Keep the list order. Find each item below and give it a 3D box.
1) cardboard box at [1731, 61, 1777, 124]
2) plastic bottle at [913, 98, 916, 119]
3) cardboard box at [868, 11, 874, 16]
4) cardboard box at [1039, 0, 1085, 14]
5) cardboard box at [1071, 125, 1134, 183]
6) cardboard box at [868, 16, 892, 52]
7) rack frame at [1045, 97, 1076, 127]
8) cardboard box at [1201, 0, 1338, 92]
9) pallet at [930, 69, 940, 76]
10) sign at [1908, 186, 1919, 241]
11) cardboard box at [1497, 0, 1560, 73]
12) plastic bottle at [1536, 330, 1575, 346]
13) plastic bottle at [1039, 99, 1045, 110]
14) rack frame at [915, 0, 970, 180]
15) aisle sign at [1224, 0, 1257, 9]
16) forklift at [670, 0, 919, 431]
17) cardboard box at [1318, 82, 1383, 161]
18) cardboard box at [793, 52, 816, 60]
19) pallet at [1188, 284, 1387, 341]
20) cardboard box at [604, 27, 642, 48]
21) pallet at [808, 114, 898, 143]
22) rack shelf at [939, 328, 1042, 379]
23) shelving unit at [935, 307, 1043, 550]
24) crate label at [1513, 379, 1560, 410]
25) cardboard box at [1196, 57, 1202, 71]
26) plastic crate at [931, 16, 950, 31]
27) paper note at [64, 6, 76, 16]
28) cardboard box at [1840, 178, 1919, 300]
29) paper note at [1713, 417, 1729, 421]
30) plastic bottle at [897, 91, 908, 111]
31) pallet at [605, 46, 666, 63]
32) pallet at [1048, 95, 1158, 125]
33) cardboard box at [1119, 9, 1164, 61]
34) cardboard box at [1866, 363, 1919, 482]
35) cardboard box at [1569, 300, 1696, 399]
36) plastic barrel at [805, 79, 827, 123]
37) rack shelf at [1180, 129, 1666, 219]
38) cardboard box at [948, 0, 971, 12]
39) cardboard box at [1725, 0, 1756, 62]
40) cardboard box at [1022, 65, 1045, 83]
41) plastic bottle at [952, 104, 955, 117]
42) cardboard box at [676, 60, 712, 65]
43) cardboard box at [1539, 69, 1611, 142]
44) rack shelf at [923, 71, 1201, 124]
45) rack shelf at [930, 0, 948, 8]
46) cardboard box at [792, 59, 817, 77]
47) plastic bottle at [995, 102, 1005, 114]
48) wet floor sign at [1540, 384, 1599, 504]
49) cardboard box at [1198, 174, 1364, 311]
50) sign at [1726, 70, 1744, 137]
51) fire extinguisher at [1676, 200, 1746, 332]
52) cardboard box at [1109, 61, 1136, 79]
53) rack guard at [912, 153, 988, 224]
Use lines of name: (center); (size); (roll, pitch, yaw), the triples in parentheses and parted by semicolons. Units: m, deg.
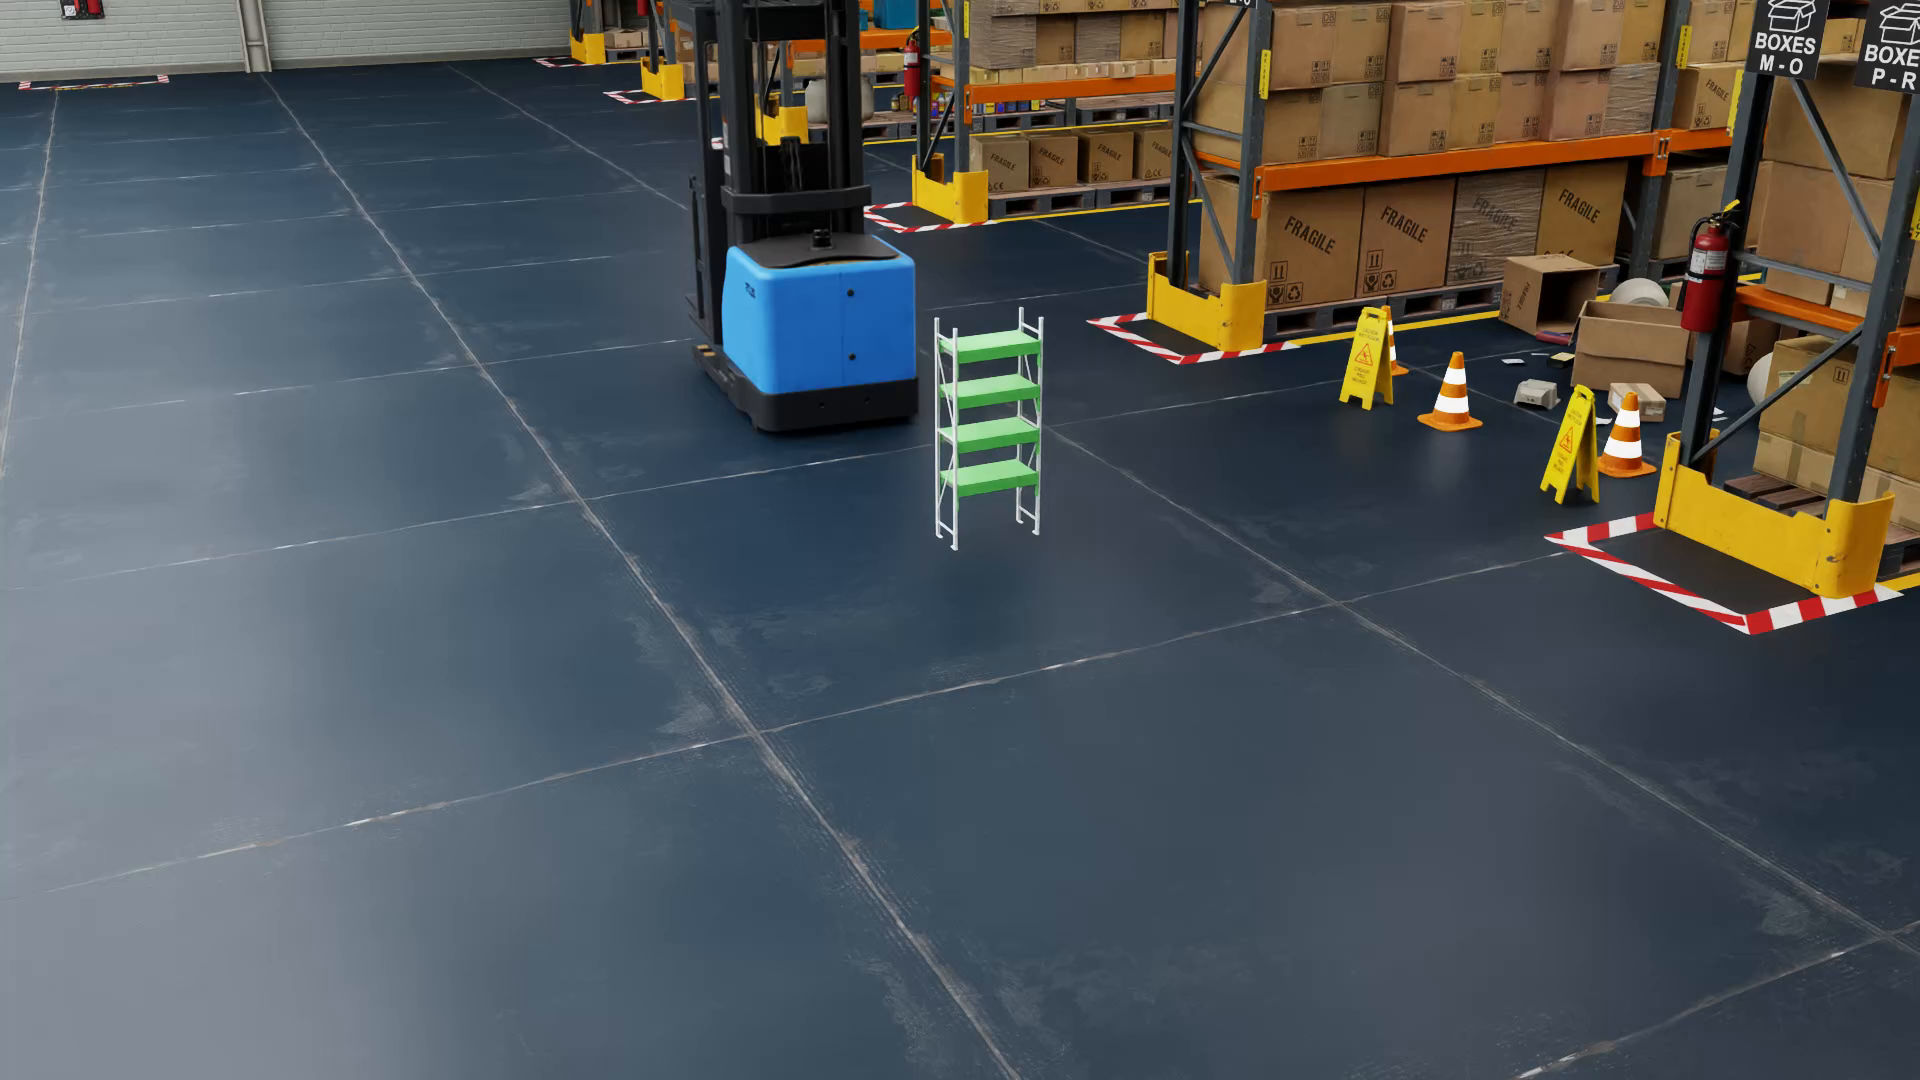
cardboard box: (6.533, -3.781, 13.980); (0.500, 0.500, 0.500); (-10, 25, -23)
plastic bottle: (-0.556, -5.562, 21.405); (0.097, 0.271, 0.097); (0, 22, 0)
cardboard box: (-1.917, -9.783, 31.303); (0.500, 0.500, 0.700); (-11, 25, -25)
cardboard box: (0.891, -5.443, 16.297); (0.500, 0.500, 0.500); (-10, 25, -24)
cardboard box: (1.490, -4.064, 17.514); (0.500, 0.500, 0.500); (-8, 24, -19)
cardboard box: (-1.419, -8.098, 26.606); (0.500, 0.500, 0.500); (-10, 25, -24)
rack frame: (1.280, -7.090, 22.103); (0.127, 3.000, 1.000); (-10, 25, -24)
cardboard box: (2.235, -3.609, 12.088); (0.550, 0.550, 0.875); (-10, 25, -24)
pallet: (-0.218, -7.644, 27.090); (1.213, 0.211, 1.003); (-10, 25, -24)
sign: (4.357, -1.517, 7.509); (0.005, 0.325, 0.100); (-10, 25, -24)
cardboard box: (4.149, -4.002, 13.036); (0.550, 0.550, 0.875); (-10, 25, -24)
plastic bottle: (4.483, -1.510, 12.465); (0.283, 0.061, 0.133); (20, 30, 40)
plastic bottle: (1.088, -5.832, 22.149); (0.097, 0.201, 0.097); (0, 22, 0)
rack frame: (-0.176, -4.719, 16.377); (0.127, 3.000, 1.000); (-10, 25, -24)
aisle sign: (1.950, -4.079, 11.431); (0.004, 0.787, 0.394); (-10, 25, -24)
forklift: (-1.270, -2.563, 11.257); (1.130, 2.935, 3.031); (-8, 24, -20)
cardboard box: (2.684, -3.238, 12.603); (0.550, 0.550, 0.875); (-10, 25, -24)
cardboard box: (-2.537, -7.664, 25.556); (0.500, 0.500, 0.500); (-10, 25, -24)
pallet: (2.570, -1.864, 13.126); (1.213, 0.211, 1.003); (-10, 25, -24)
cardboard box: (-5.959, -8.885, 29.381); (0.500, 0.311, 0.500); (-14, 26, -30)
pallet: (-1.542, -5.299, 21.424); (1.213, 0.211, 1.003); (-10, 25, -24)
rack shelf: (0.149, -0.966, 8.576); (0.480, 0.148, 0.258); (-10, 25, -24)
shelving unit: (0.149, -0.582, 8.735); (0.503, 1.200, 0.258); (-10, 25, -24)
crate label: (3.843, -0.975, 11.074); (0.250, 0.136, 0.298); (15, 27, 31)
cardboard box: (2.421, -4.995, 17.371); (0.250, 0.149, 0.380); (-10, 25, -24)
plastic crate: (-0.074, -6.611, 21.292); (0.437, 0.136, 0.530); (-10, 25, -24)
paper note: (-14.205, -8.450, 26.541); (0.142, 0.148, 0.016); (-10, 25, -24)
cardboard box: (4.669, -1.470, 8.009); (0.500, 0.500, 0.500); (-11, 25, -24)
paper note: (4.925, -0.784, 10.778); (0.123, 0.001, 0.032); (-10, 25, -24)
plastic bottle: (-0.762, -5.856, 22.099); (0.133, 0.283, 0.061); (-10, 24, -22)
pallet: (-5.805, -8.687, 29.608); (1.213, 0.211, 1.003); (-10, 25, -24)
pallet: (1.970, -5.945, 22.983); (1.213, 0.211, 1.003); (-10, 25, -24)
cardboard box: (1.654, -5.256, 17.153); (0.500, 0.500, 0.875); (-10, 25, -24)
cardboard box: (4.989, -0.617, 8.531); (0.500, 0.500, 0.500); (-11, 25, -25)
cardboard box: (4.606, -1.314, 11.415); (0.797, 0.503, 0.637); (10, 24, 22)
plastic barrel: (-1.765, -5.606, 21.223); (0.421, 0.512, 0.421); (0, 22, 0)
rack shelf: (3.686, -2.992, 13.146); (4.000, 0.370, 1.077); (-10, 25, -24)
cardboard box: (0.212, -5.541, 16.536); (0.500, 0.500, 0.500); (-10, 25, -24)
cardboard box: (6.395, -4.335, 14.011); (0.500, 0.500, 0.700); (-11, 25, -24)
cardboard box: (0.649, -4.639, 16.512); (0.250, 0.149, 0.380); (-10, 25, -24)
plastic bottle: (-0.067, -5.620, 21.636); (0.097, 0.201, 0.097); (0, 22, 0)
cardboard box: (-4.114, -7.248, 25.532); (0.500, 0.250, 0.500); (-10, 25, -24)
cardboard box: (4.675, -3.561, 13.384); (0.550, 0.550, 0.875); (-10, 25, -24)
rack shelf: (1.626, -4.718, 17.316); (4.000, 0.370, 1.077); (-10, 25, -24)
rack shelf: (0.937, -8.797, 27.168); (4.000, 0.370, 1.077); (-10, 25, -24)
cardboard box: (-2.537, -7.318, 25.701); (0.500, 0.250, 0.500); (-10, 25, -24)
plastic bottle: (0.523, -5.758, 21.864); (0.133, 0.283, 0.061); (-9, 24, -20)
wet floor sign: (3.486, -0.553, 9.391); (0.232, 0.644, 0.267); (-2, 23, -5)
cardboard box: (2.466, -2.341, 12.860); (0.875, 0.875, 0.875); (-10, 25, -23)
sign: (3.899, -2.179, 8.314); (0.005, 0.325, 0.100); (-10, 25, -24)
fire extinguisher: (3.819, -1.408, 8.479); (0.183, 0.674, 0.296); (-10, 25, -24)
cardboard box: (1.577, -4.784, 16.861); (0.250, 0.149, 0.380); (-10, 25, -24)
rack guard: (-0.108, -3.577, 16.885); (0.348, 0.500, 1.175); (-10, 25, -24)
